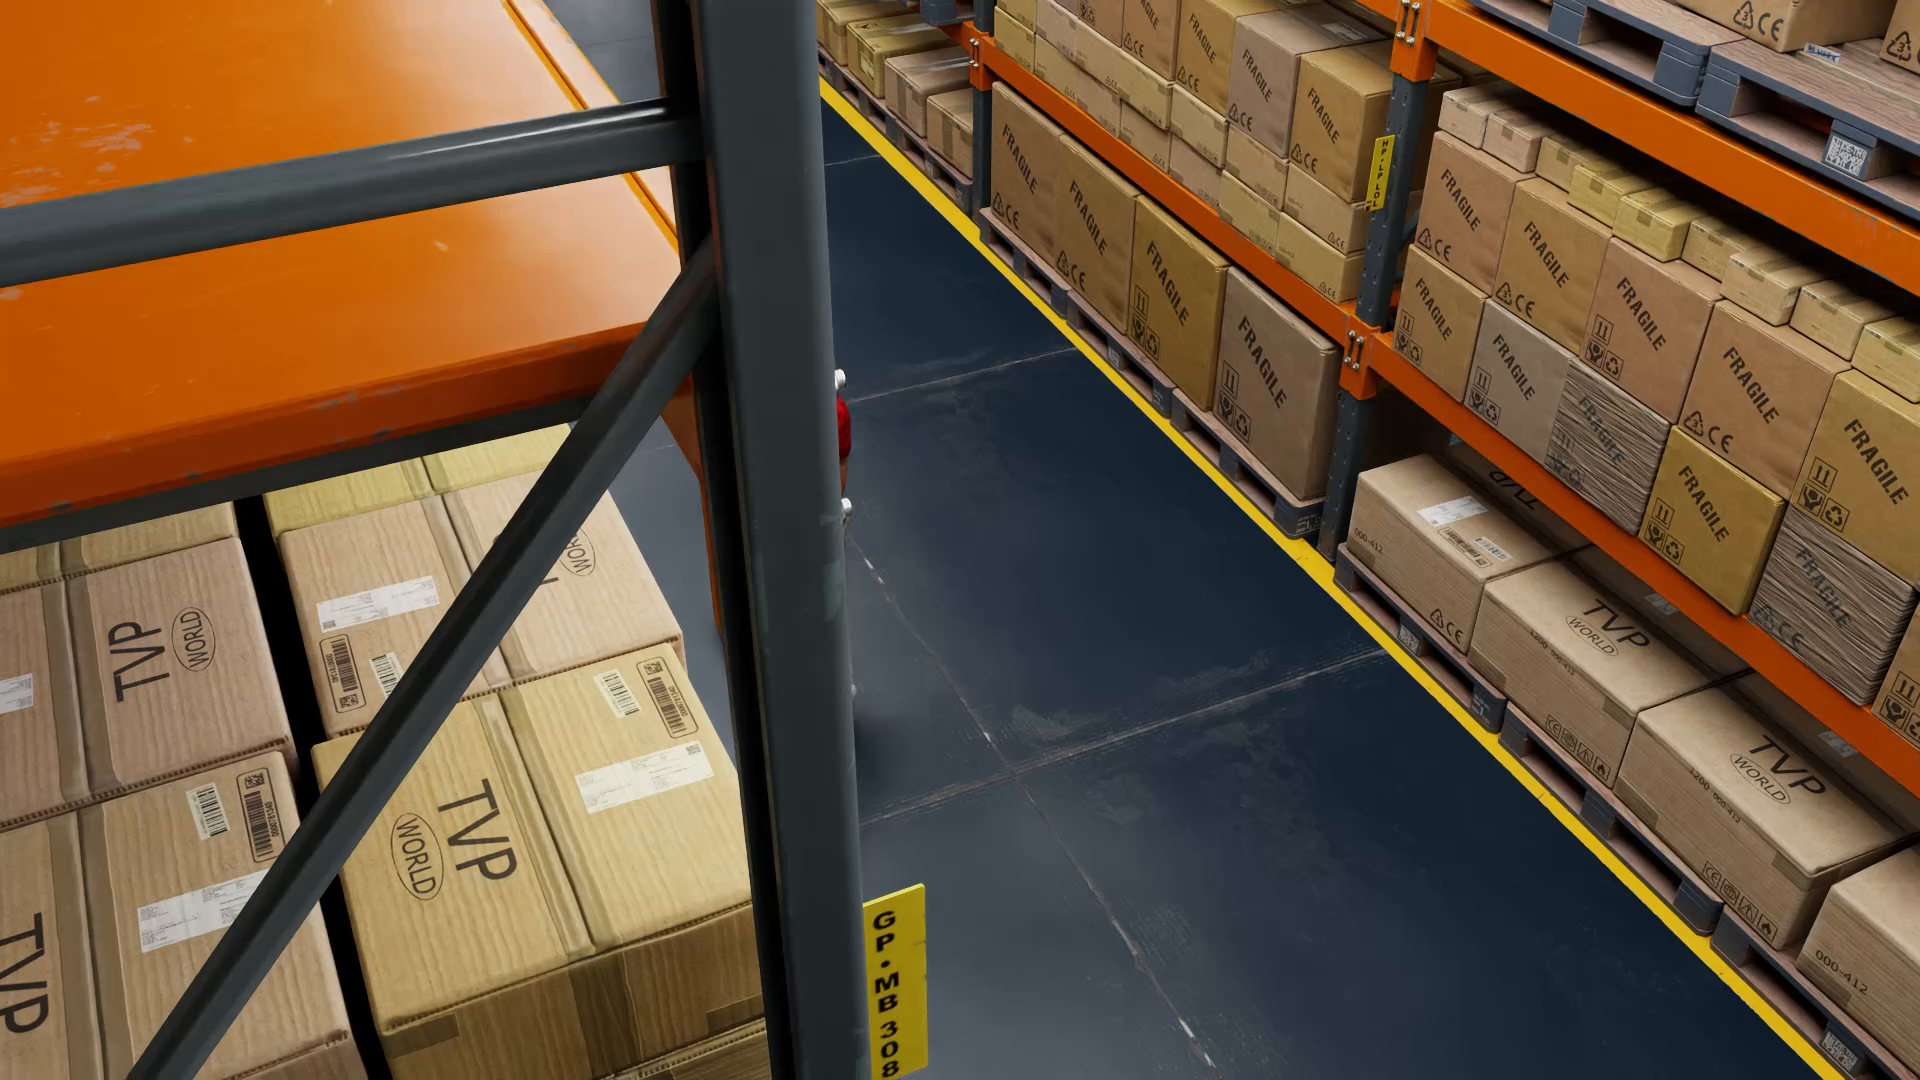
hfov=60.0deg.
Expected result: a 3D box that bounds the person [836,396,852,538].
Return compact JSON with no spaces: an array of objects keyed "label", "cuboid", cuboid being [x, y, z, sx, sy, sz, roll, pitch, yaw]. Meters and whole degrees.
[{"label":"person","cuboid":[-0.671,-0.019,6.894,0.530,1.743,0.560,16,40,20]}]
